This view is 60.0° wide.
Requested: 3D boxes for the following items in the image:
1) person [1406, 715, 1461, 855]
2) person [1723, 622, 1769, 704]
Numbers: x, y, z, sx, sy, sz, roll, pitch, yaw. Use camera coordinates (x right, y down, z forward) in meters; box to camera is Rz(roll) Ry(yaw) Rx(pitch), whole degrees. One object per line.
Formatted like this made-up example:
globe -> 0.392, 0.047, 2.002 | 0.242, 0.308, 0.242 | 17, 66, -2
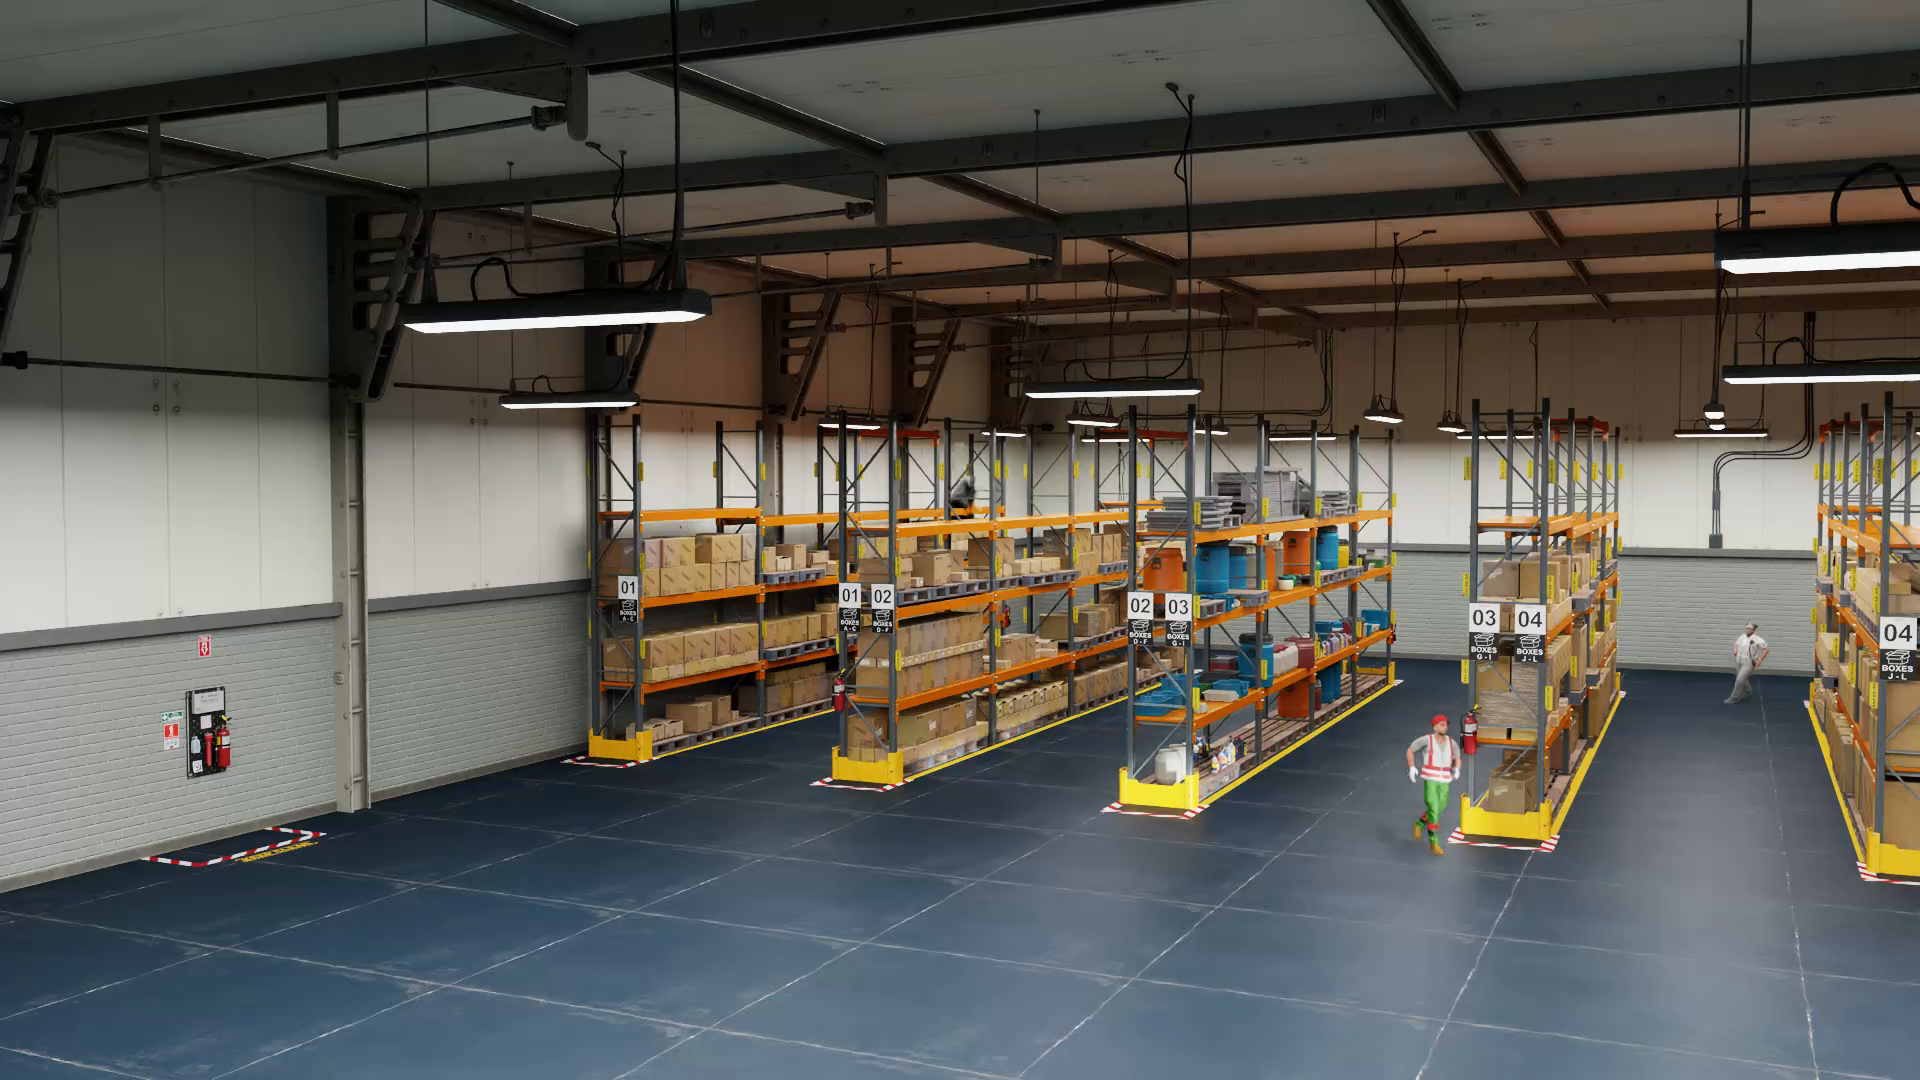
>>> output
person -> 6.326, 3.211, 22.061 | 0.716, 1.769, 0.861 | 0, 2, -10
person -> 16.957, 2.645, 35.868 | 0.968, 1.761, 0.743 | -1, 3, -25
